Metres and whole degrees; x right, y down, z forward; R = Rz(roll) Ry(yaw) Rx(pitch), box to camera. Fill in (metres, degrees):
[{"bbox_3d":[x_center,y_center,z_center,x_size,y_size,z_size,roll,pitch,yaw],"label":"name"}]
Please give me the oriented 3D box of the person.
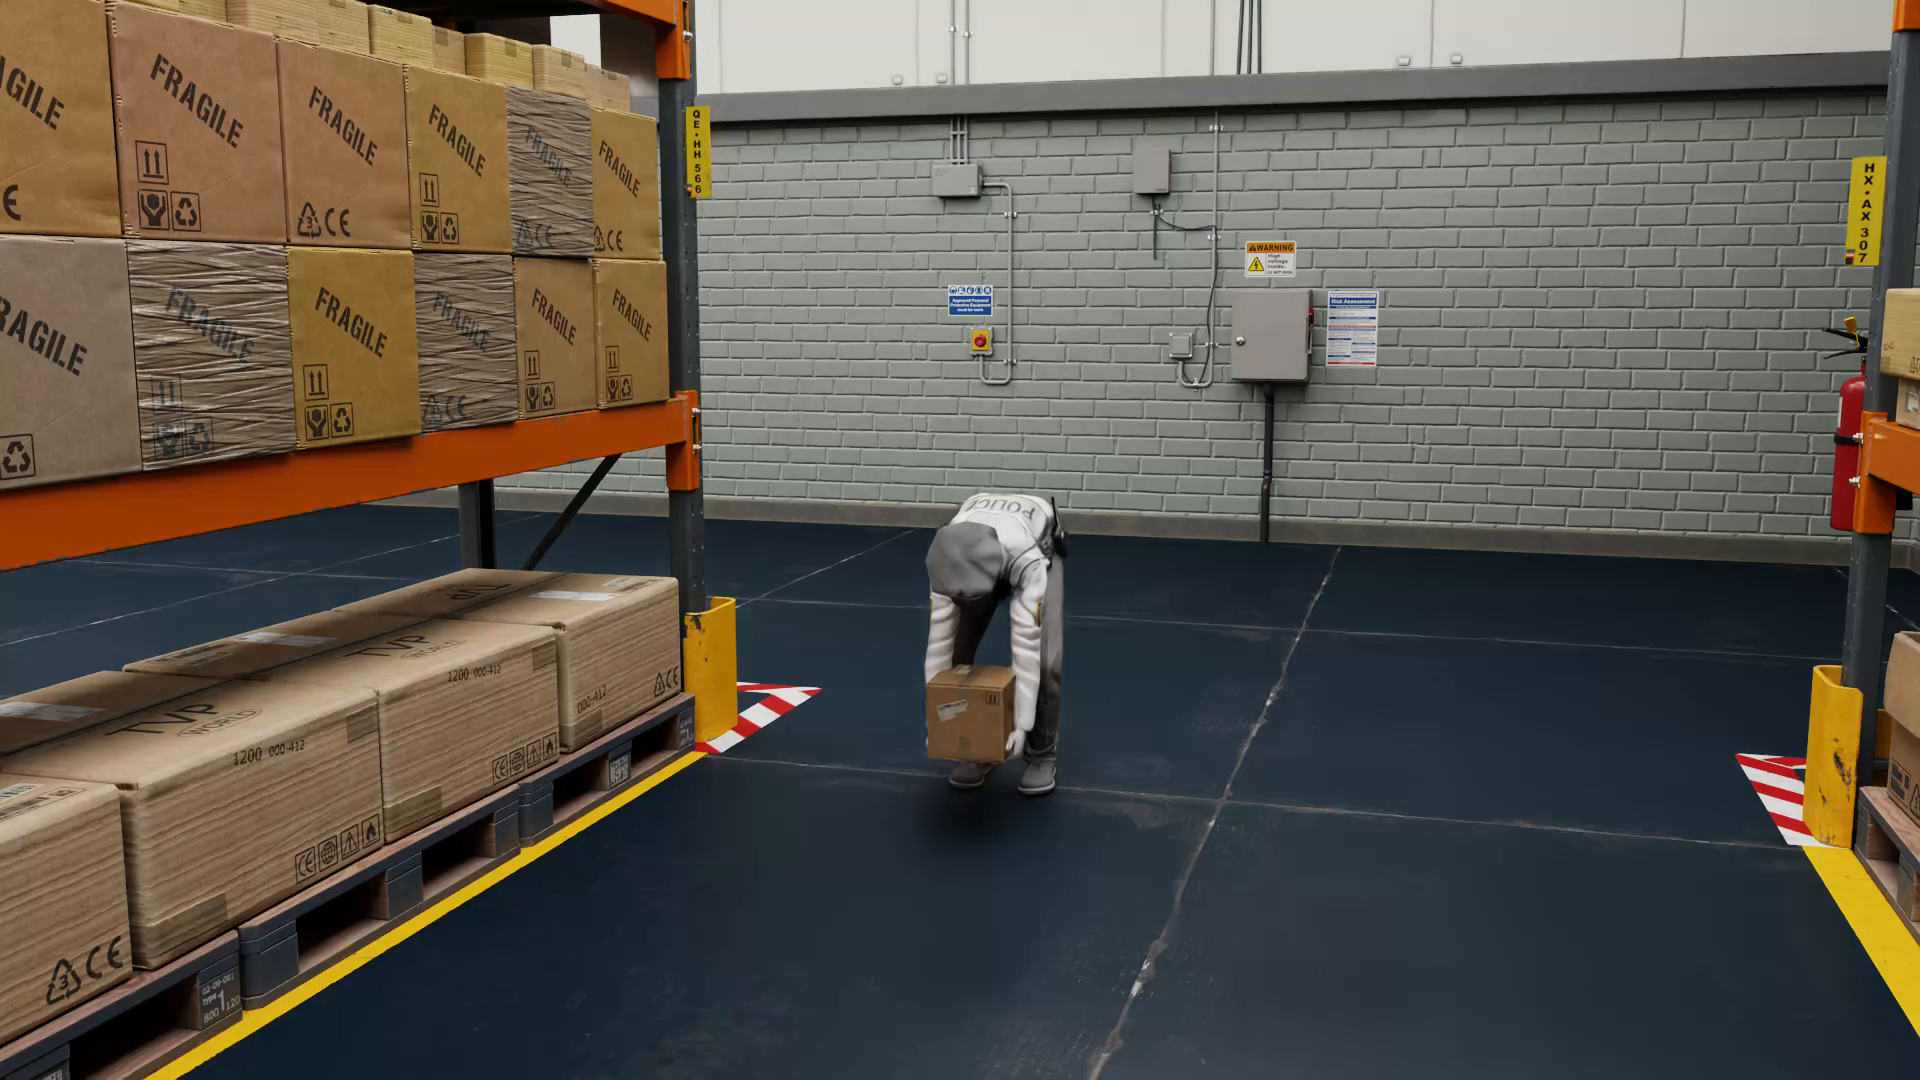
[{"bbox_3d":[0.106,0.376,5.523,0.429,1.014,0.921,2,9,14],"label":"person"}]
